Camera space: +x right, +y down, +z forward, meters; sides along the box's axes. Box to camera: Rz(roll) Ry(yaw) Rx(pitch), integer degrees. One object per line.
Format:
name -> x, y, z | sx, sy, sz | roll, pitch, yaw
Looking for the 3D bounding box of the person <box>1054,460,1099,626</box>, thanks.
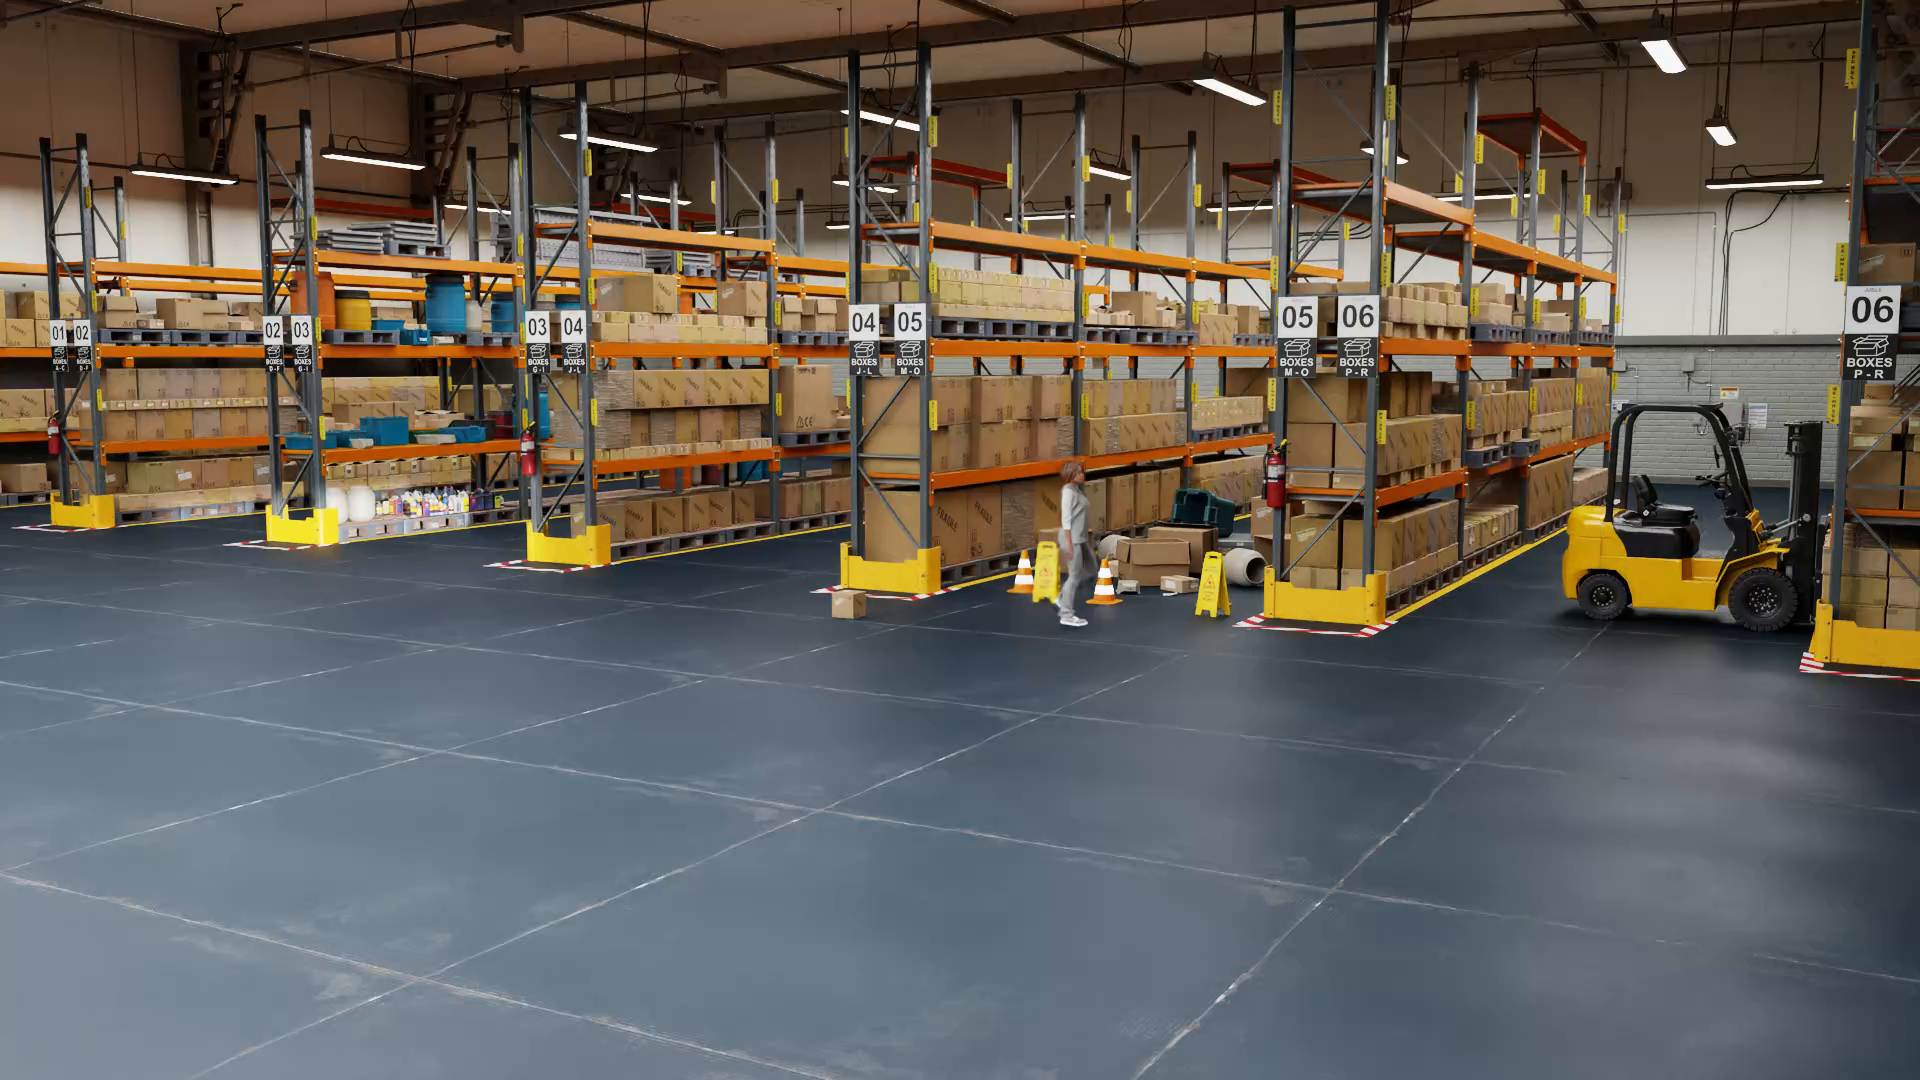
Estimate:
person -> 1.106, 0.030, 16.016 | 0.420, 1.596, 0.442 | 2, 6, 17
